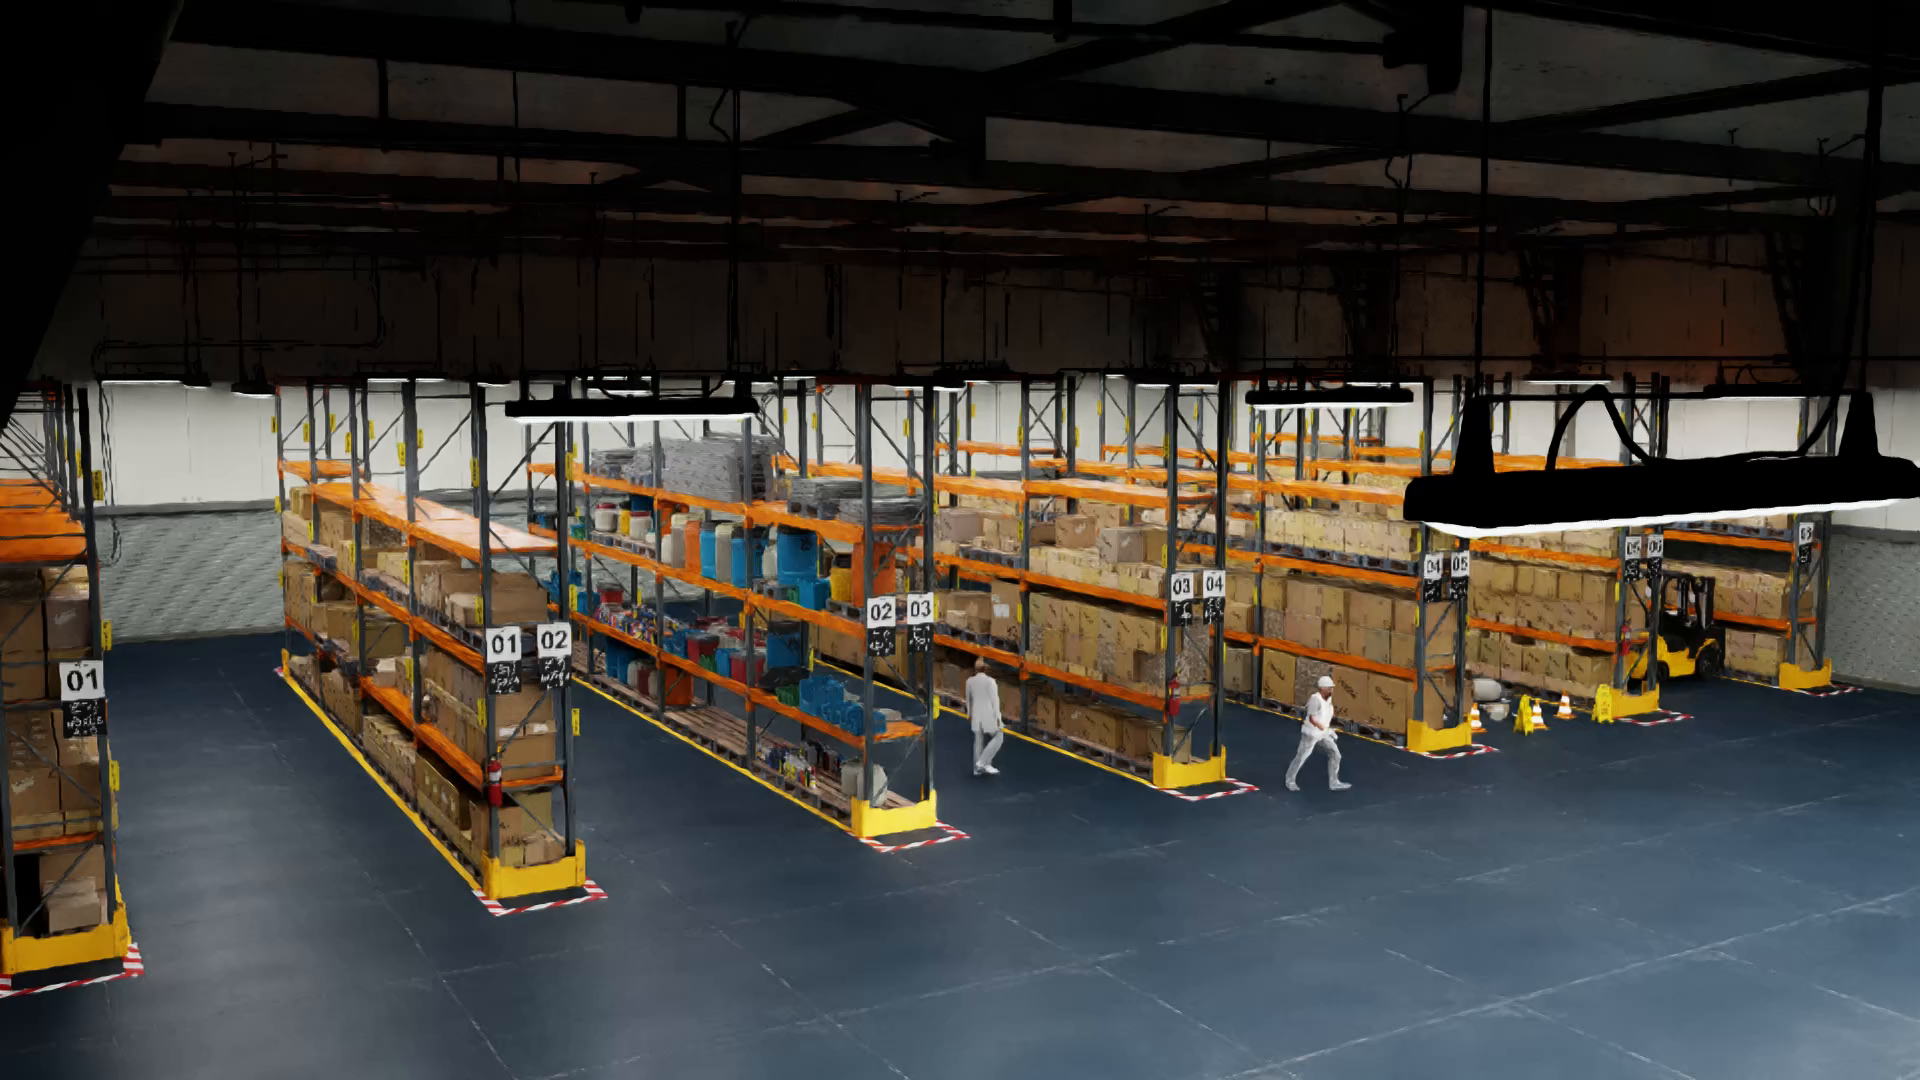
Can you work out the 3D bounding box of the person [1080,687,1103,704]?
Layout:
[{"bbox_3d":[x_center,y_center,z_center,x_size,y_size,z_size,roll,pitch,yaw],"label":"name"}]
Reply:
[{"bbox_3d":[2.466,2.222,30.301,0.585,1.619,0.507,-4,7,-31],"label":"person"}]

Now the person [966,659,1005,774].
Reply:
[{"bbox_3d":[0.361,2.684,25.281,0.628,1.773,0.516,4,7,31],"label":"person"}]

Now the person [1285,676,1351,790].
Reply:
[{"bbox_3d":[5.214,2.811,24.294,0.835,1.711,0.704,6,8,42],"label":"person"}]
